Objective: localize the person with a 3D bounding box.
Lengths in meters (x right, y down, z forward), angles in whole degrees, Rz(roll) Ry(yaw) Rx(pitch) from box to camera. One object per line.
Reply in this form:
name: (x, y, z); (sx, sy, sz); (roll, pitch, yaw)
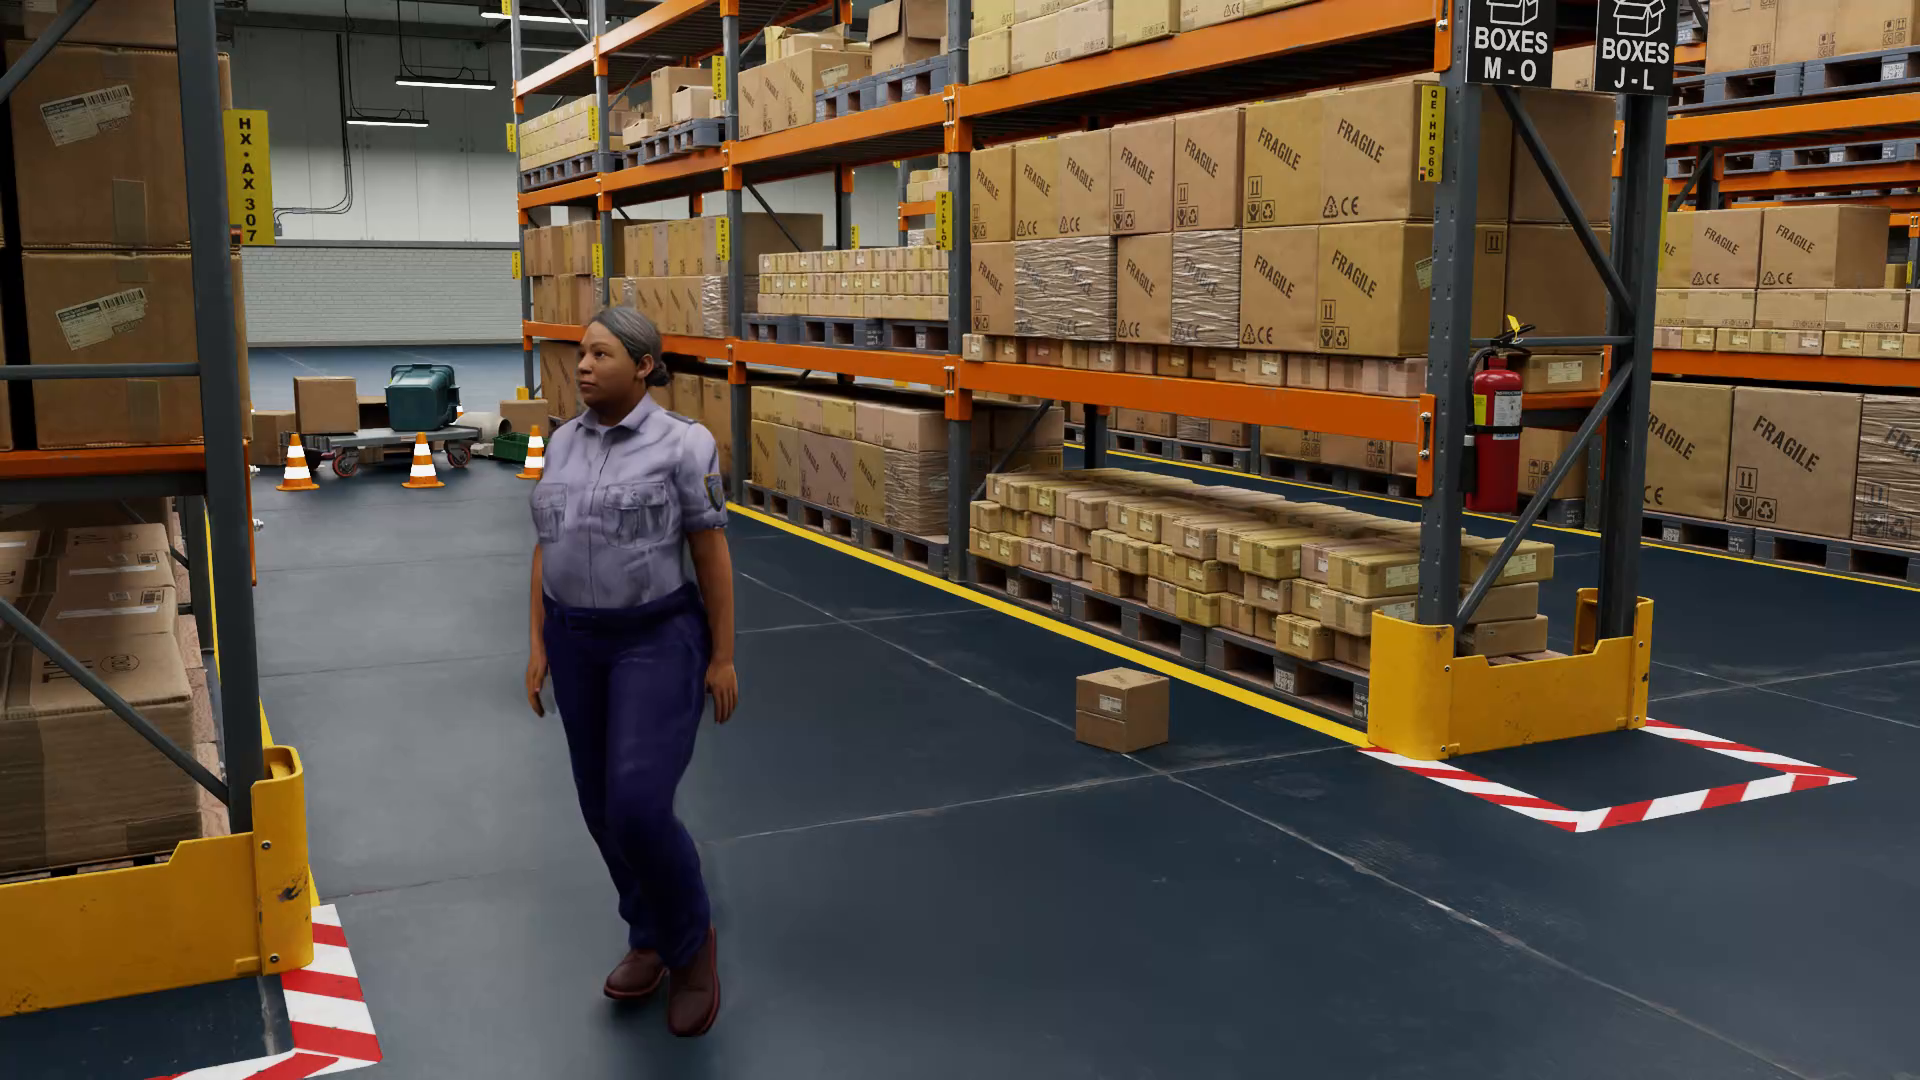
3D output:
person: (-0.796, 0.306, 3.870); (0.518, 1.685, 0.484); (4, 9, 24)
